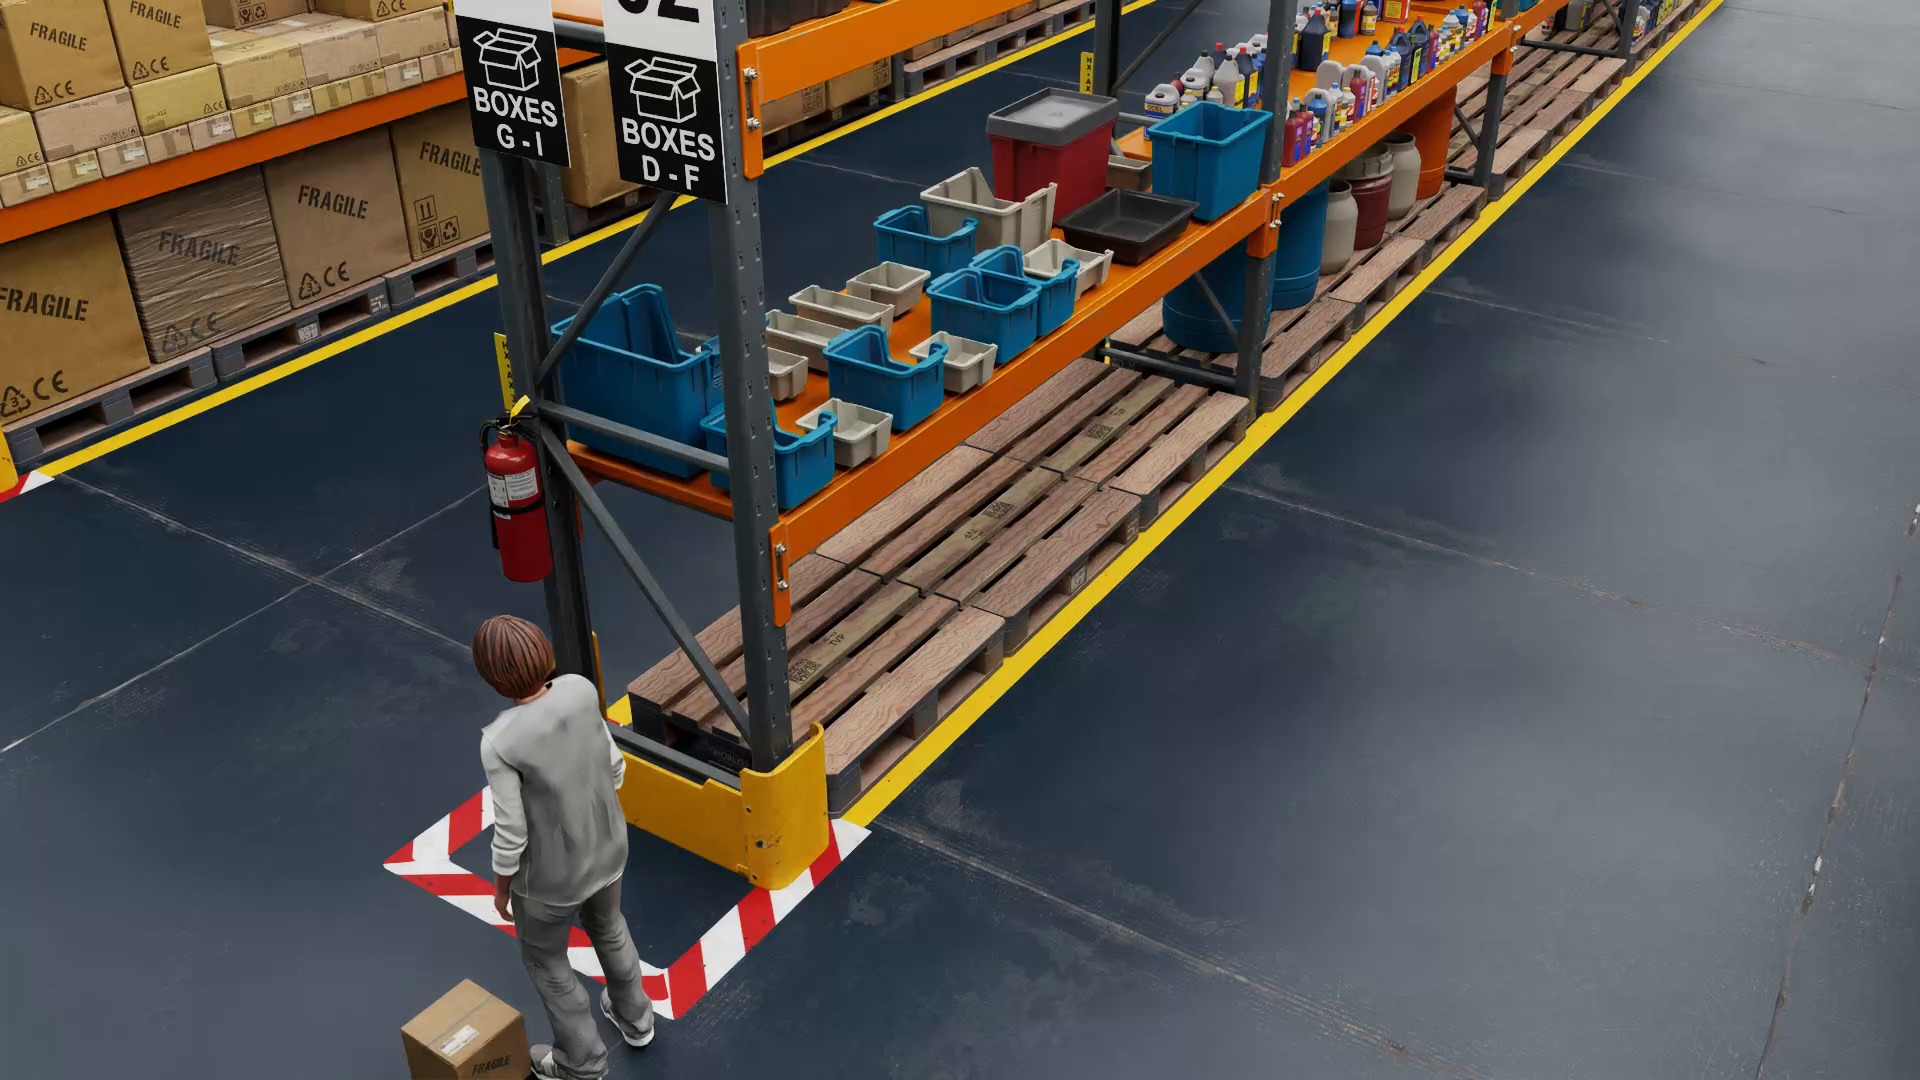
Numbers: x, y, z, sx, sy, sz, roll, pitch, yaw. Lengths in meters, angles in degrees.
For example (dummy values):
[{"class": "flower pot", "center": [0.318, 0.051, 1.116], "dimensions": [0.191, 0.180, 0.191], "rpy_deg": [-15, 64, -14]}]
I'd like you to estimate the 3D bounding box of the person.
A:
[{"class": "person", "center": [-1.121, 0.905, 4.684], "dimensions": [0.324, 1.581, 0.463], "rpy_deg": [21, 36, 31]}]
